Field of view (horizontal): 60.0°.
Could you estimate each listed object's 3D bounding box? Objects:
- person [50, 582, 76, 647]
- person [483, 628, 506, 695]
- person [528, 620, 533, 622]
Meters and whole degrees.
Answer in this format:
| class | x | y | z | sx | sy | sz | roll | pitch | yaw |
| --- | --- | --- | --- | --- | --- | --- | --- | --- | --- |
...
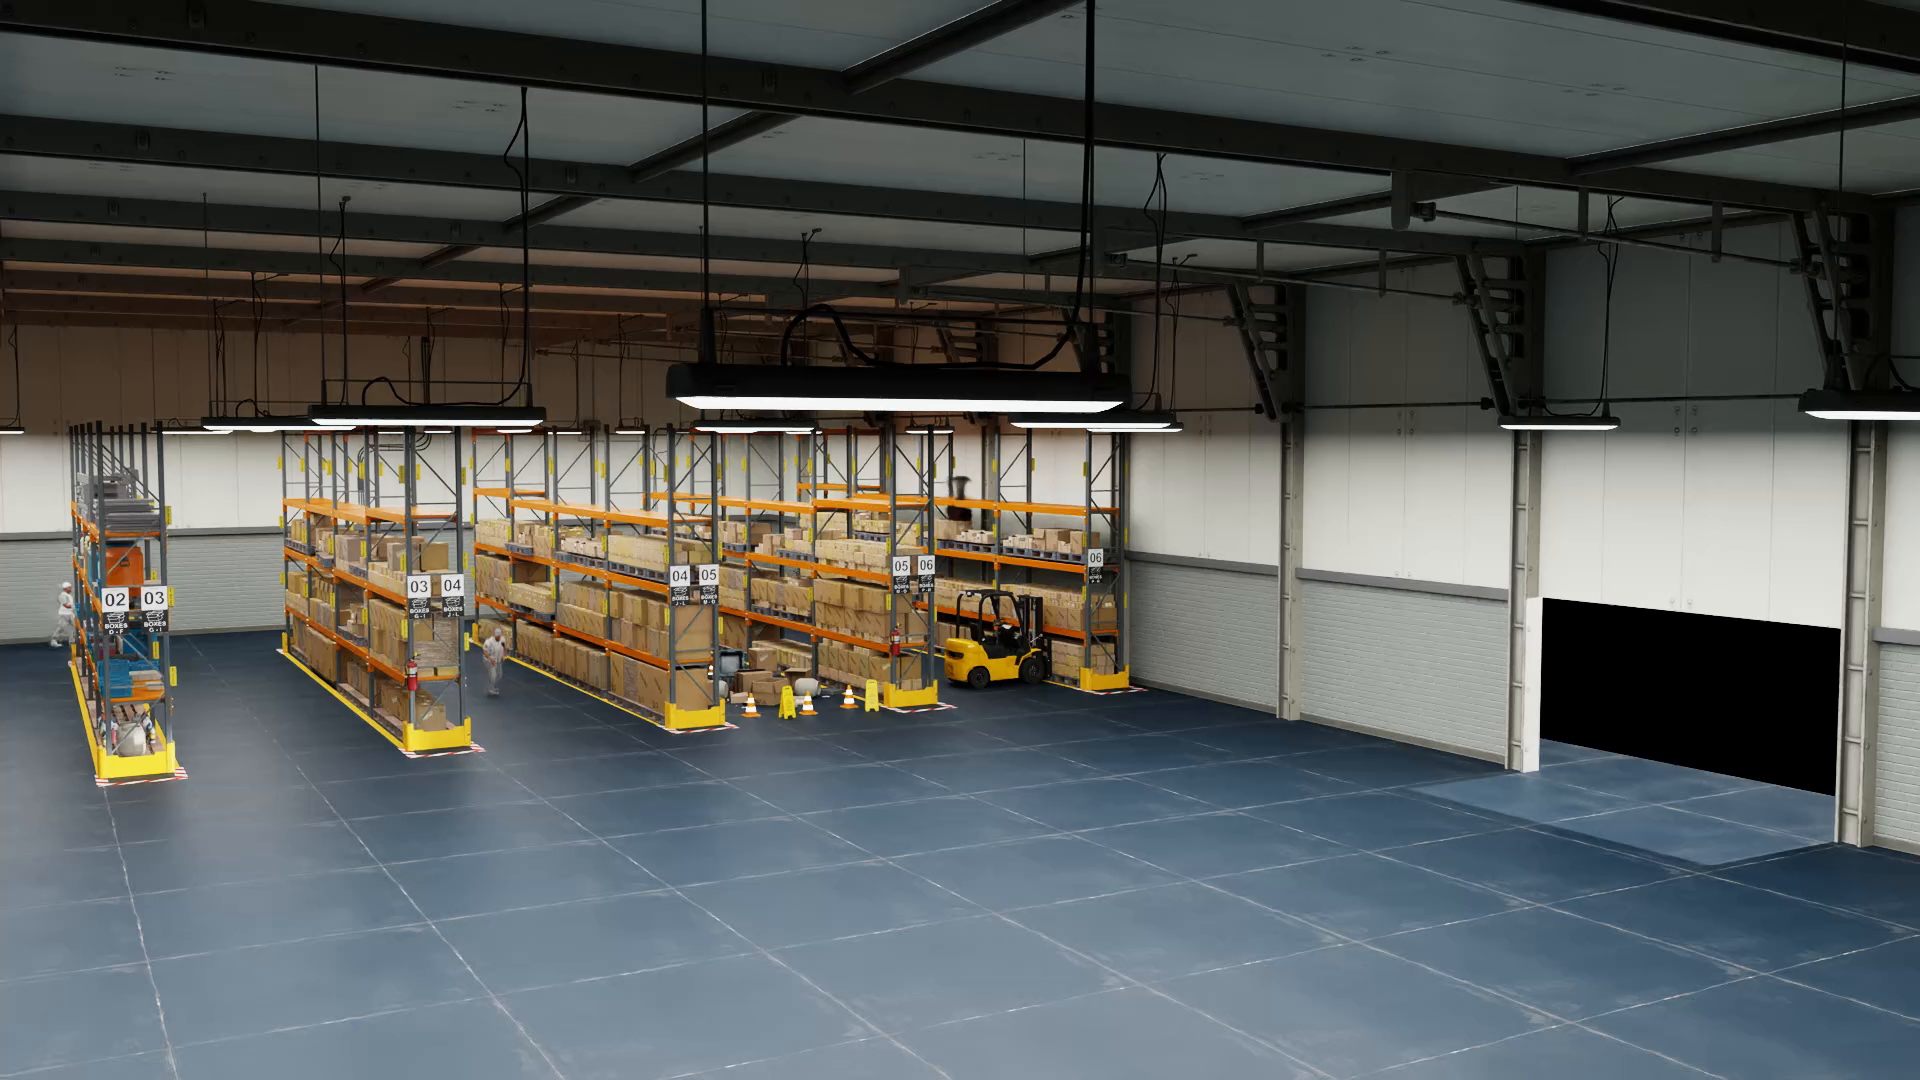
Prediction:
| class | x | y | z | sx | sy | sz | roll | pitch | yaw |
| --- | --- | --- | --- | --- | --- | --- | --- | --- | --- |
| person | -24.185 | 2.053 | 45.028 | 0.852 | 1.834 | 0.662 | -1 | 4 | -11 |
| person | -10.366 | 2.683 | 36.968 | 0.895 | 1.517 | 0.623 | 3 | 4 | 36 |
| person | -13.164 | 1.780 | 50.846 | 0.615 | 1.630 | 0.588 | 1 | 4 | 14 |
